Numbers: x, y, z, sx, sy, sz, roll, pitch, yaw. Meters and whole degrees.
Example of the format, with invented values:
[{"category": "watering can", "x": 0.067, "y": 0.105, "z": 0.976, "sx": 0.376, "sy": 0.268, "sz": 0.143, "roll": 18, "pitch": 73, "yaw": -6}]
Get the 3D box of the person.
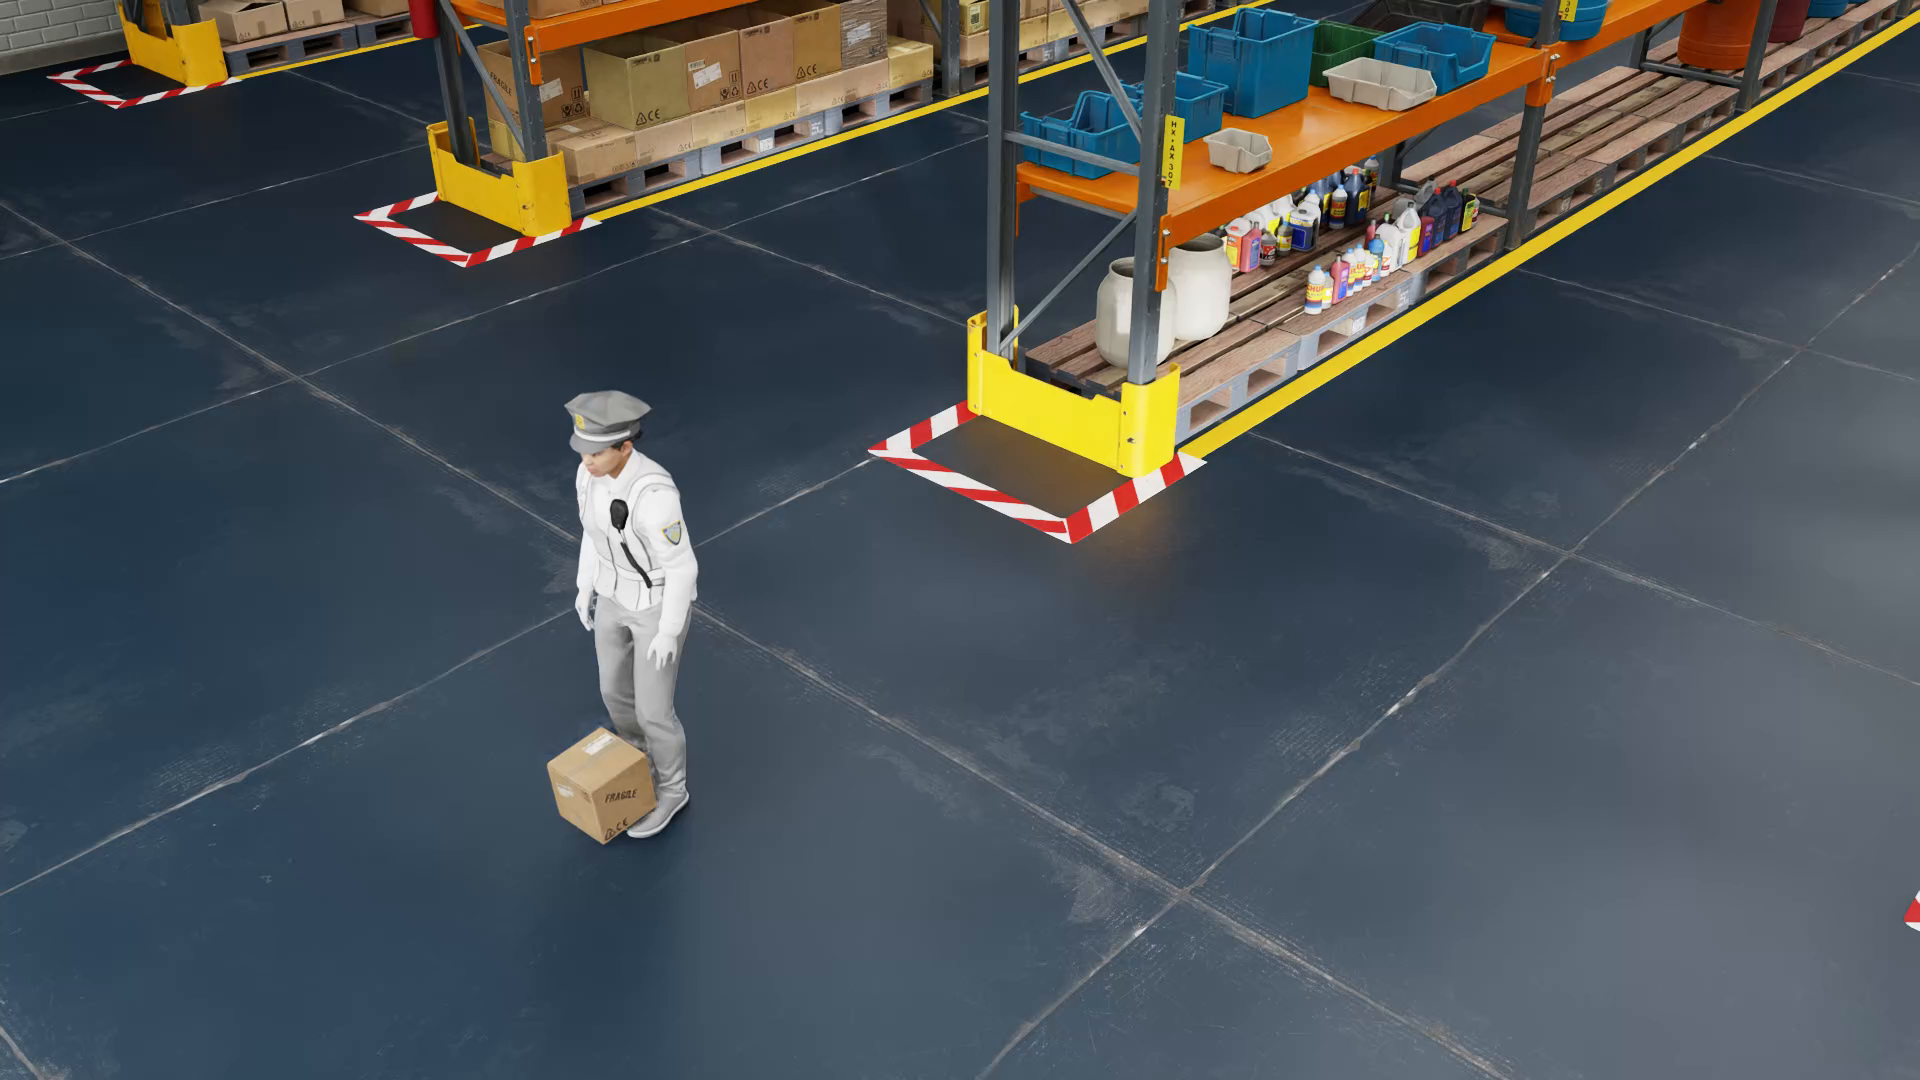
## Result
[{"category": "person", "x": -1.125, "y": 0.249, "z": 5.723, "sx": 0.513, "sy": 1.665, "sz": 0.412, "roll": 24, "pitch": 39, "yaw": 34}]
